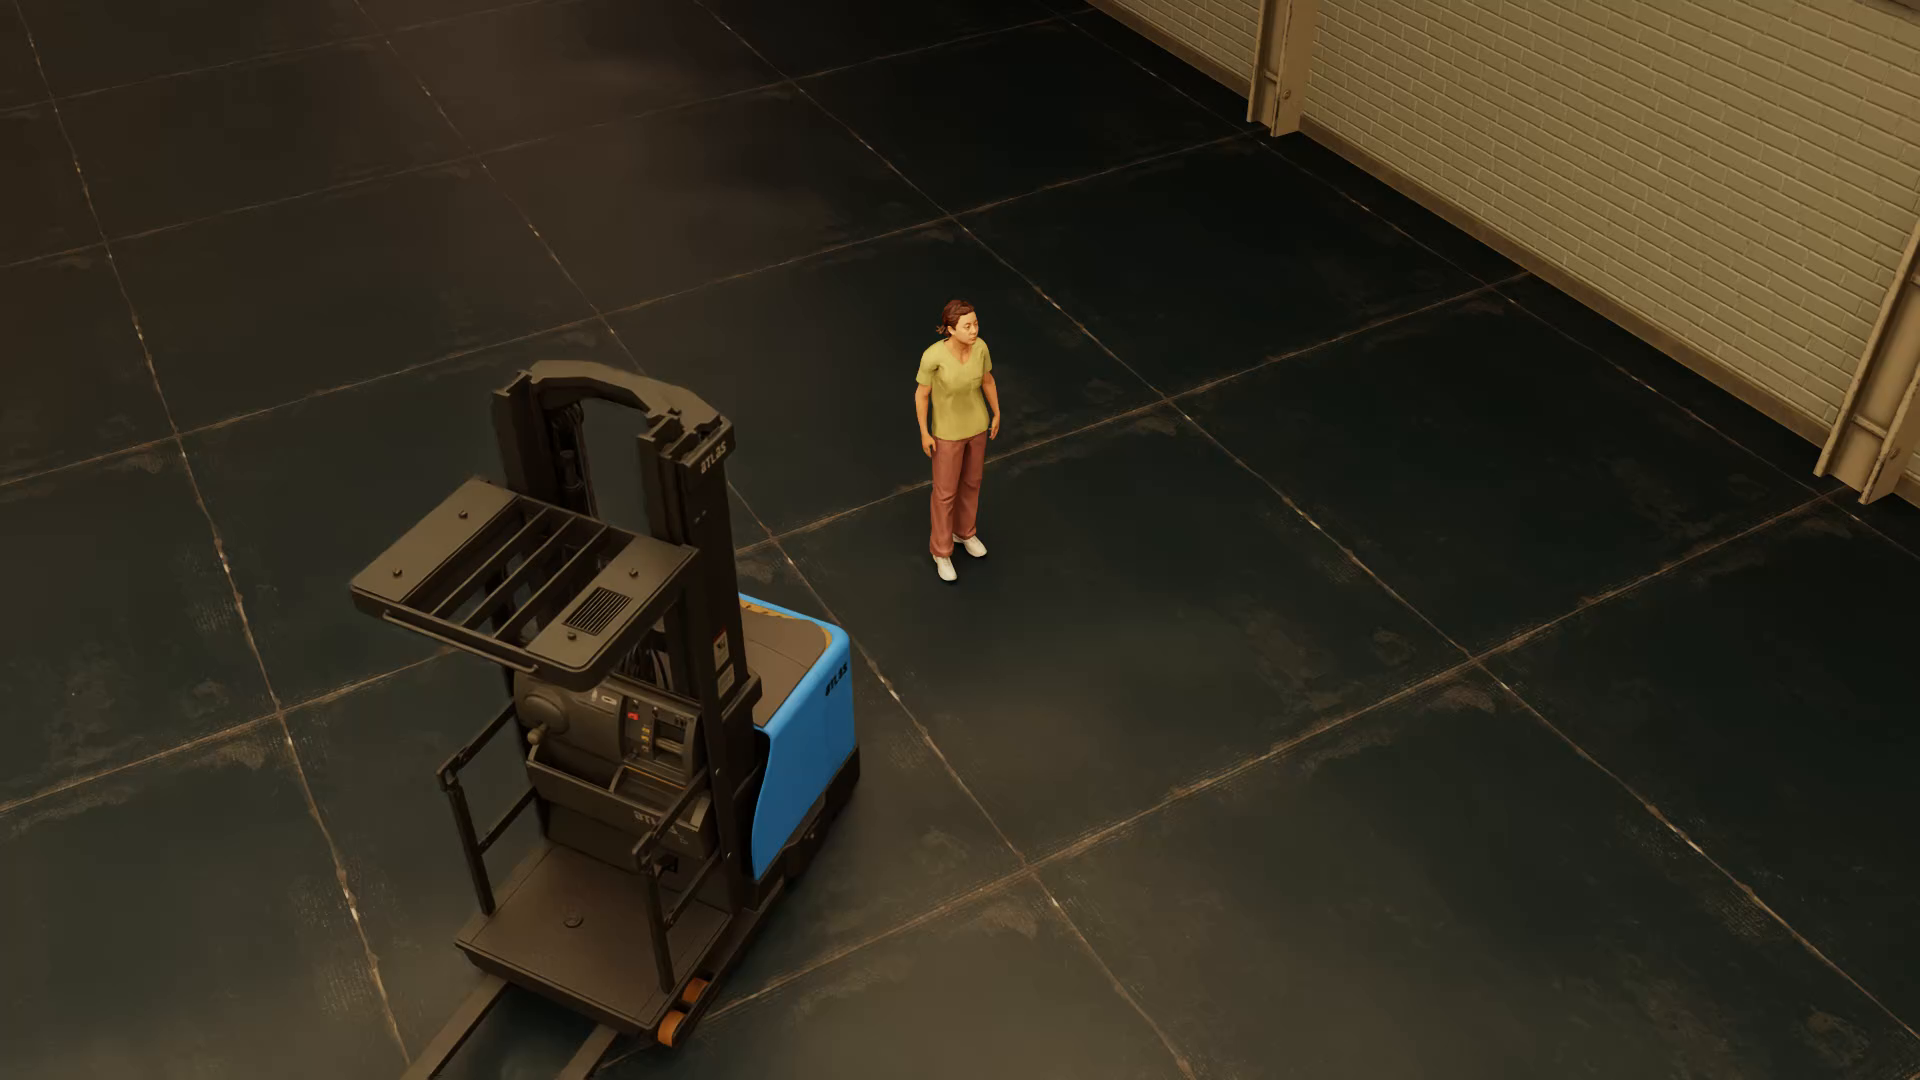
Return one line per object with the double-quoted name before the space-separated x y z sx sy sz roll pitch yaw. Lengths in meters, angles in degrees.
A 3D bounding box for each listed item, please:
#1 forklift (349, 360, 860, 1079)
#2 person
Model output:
"forklift" -1.621 0.849 7.013 1.130 2.935 3.031 17 43 20
"person" 0.028 -0.598 9.746 0.555 1.654 0.549 -20 44 -23
